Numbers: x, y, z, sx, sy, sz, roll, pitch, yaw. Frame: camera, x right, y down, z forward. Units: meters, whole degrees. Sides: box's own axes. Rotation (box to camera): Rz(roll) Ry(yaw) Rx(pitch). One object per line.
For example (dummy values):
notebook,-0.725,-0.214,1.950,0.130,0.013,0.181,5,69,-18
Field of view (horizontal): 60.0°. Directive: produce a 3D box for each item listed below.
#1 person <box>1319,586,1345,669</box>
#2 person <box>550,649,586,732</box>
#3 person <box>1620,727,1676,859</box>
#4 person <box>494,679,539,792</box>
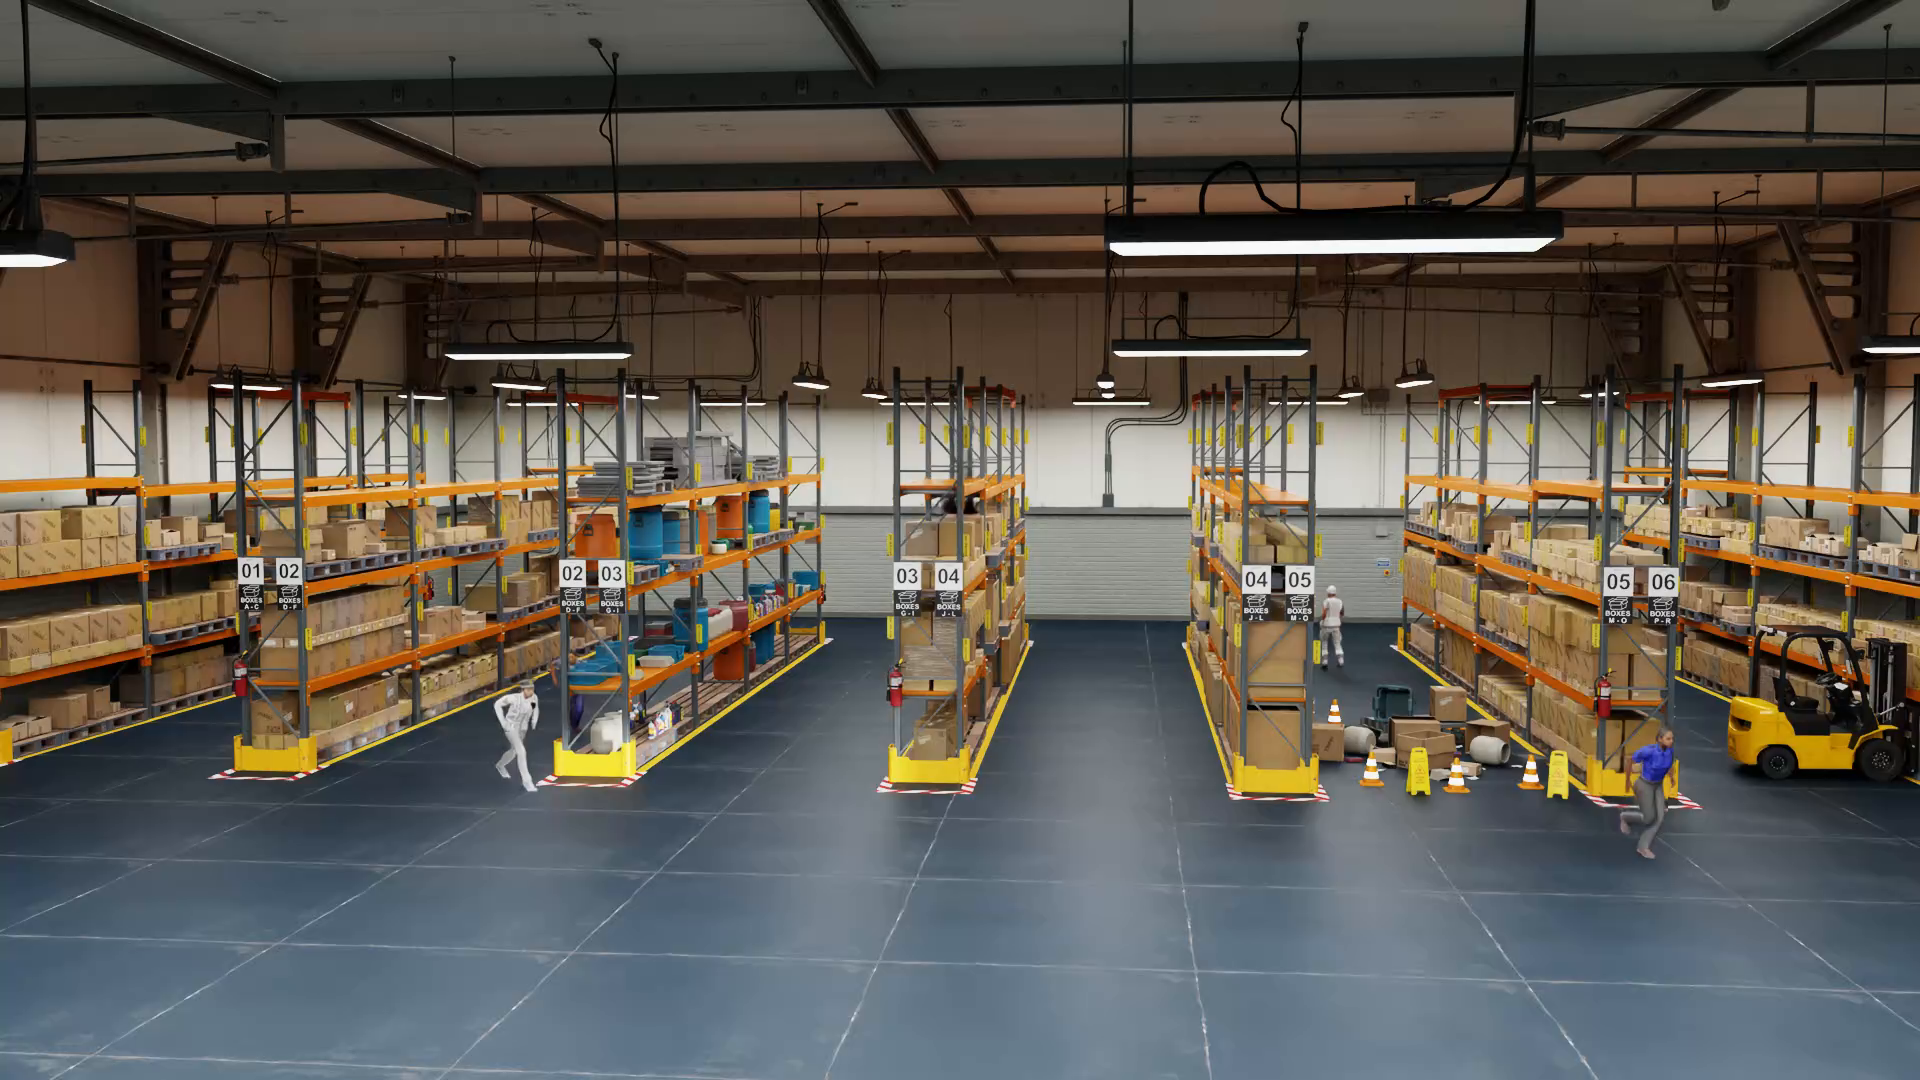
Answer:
person,7.923,1.895,35.449,0.646,1.840,0.886,-1,4,-10
person,-6.559,2.537,27.945,0.632,1.476,0.793,-1,4,-12
person,8.235,2.998,19.906,0.565,1.592,0.712,-2,4,-27
person,-6.370,2.756,23.722,0.980,1.628,0.656,4,5,45
